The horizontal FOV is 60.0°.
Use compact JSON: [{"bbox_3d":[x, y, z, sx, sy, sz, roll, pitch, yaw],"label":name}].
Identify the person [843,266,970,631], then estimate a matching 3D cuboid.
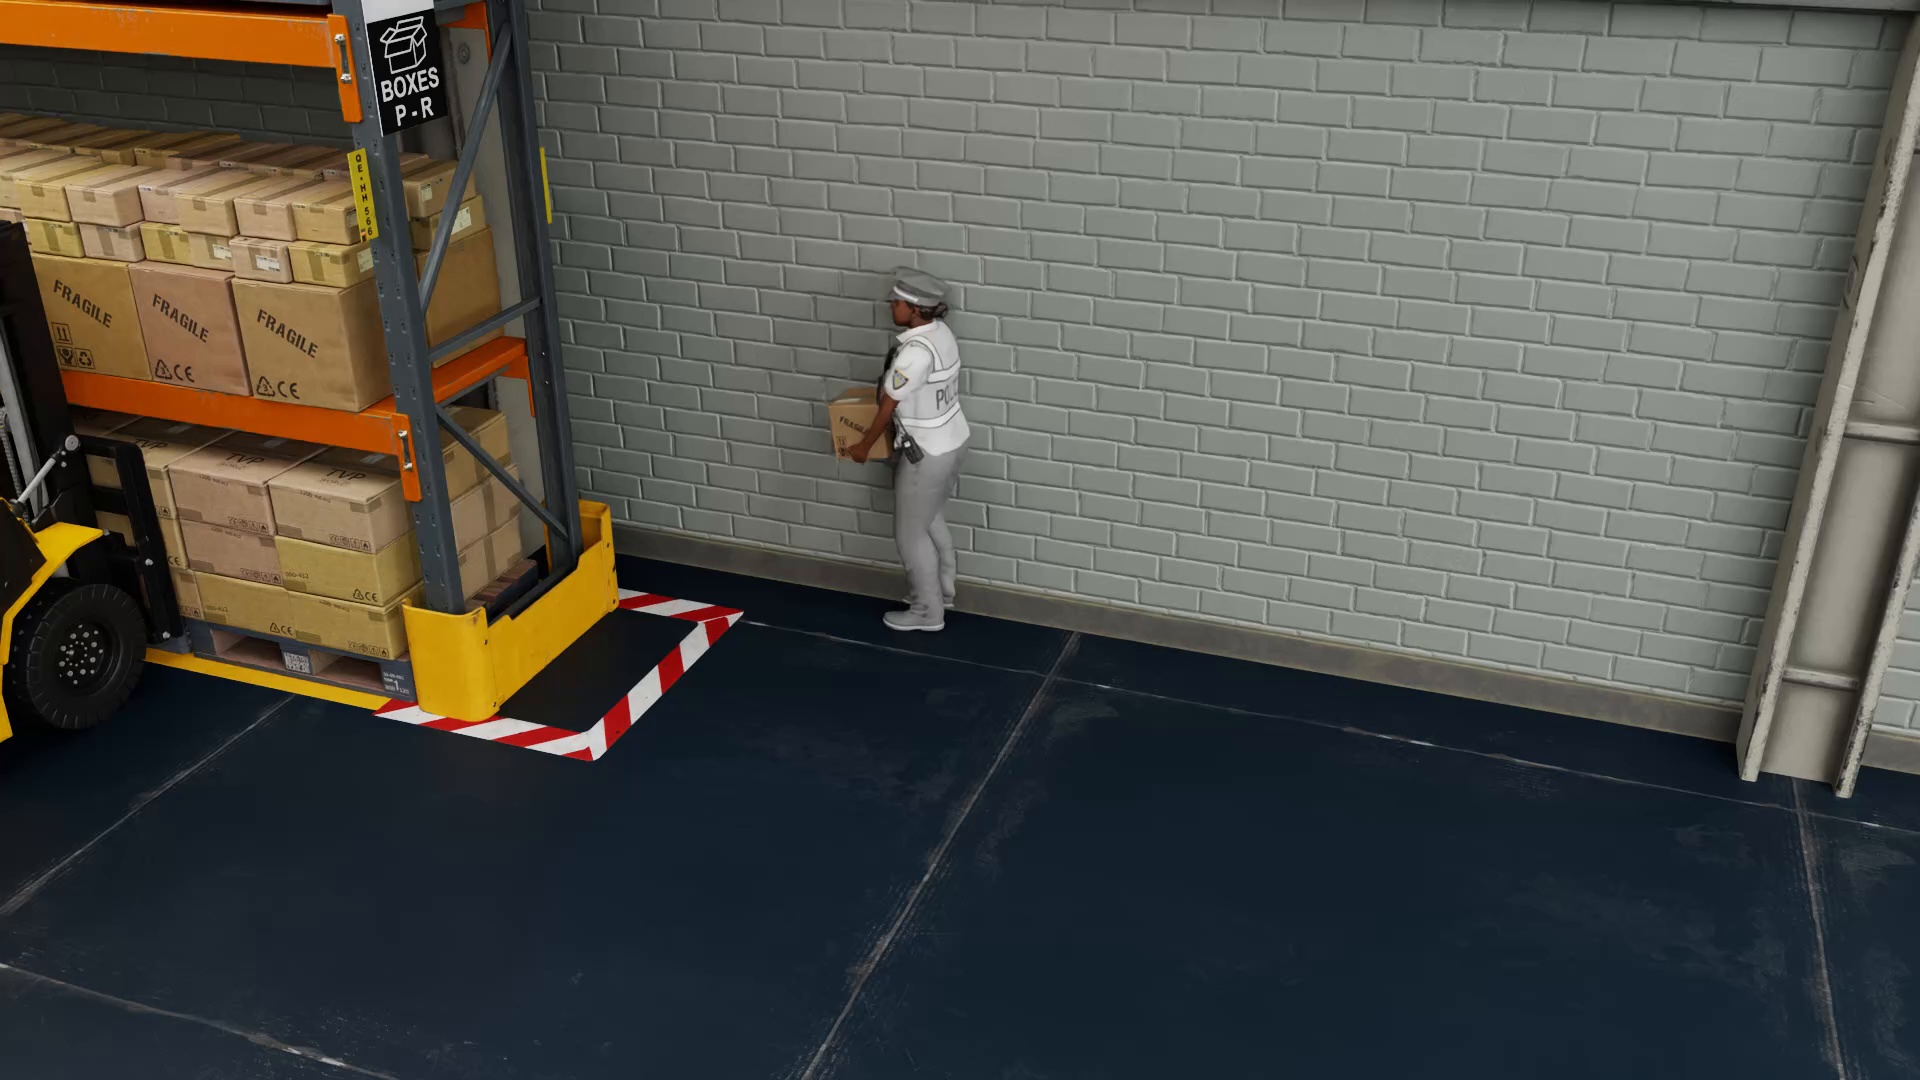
[{"bbox_3d":[-0.232,-0.406,7.437,0.531,1.683,0.416,8,27,16],"label":"person"}]
